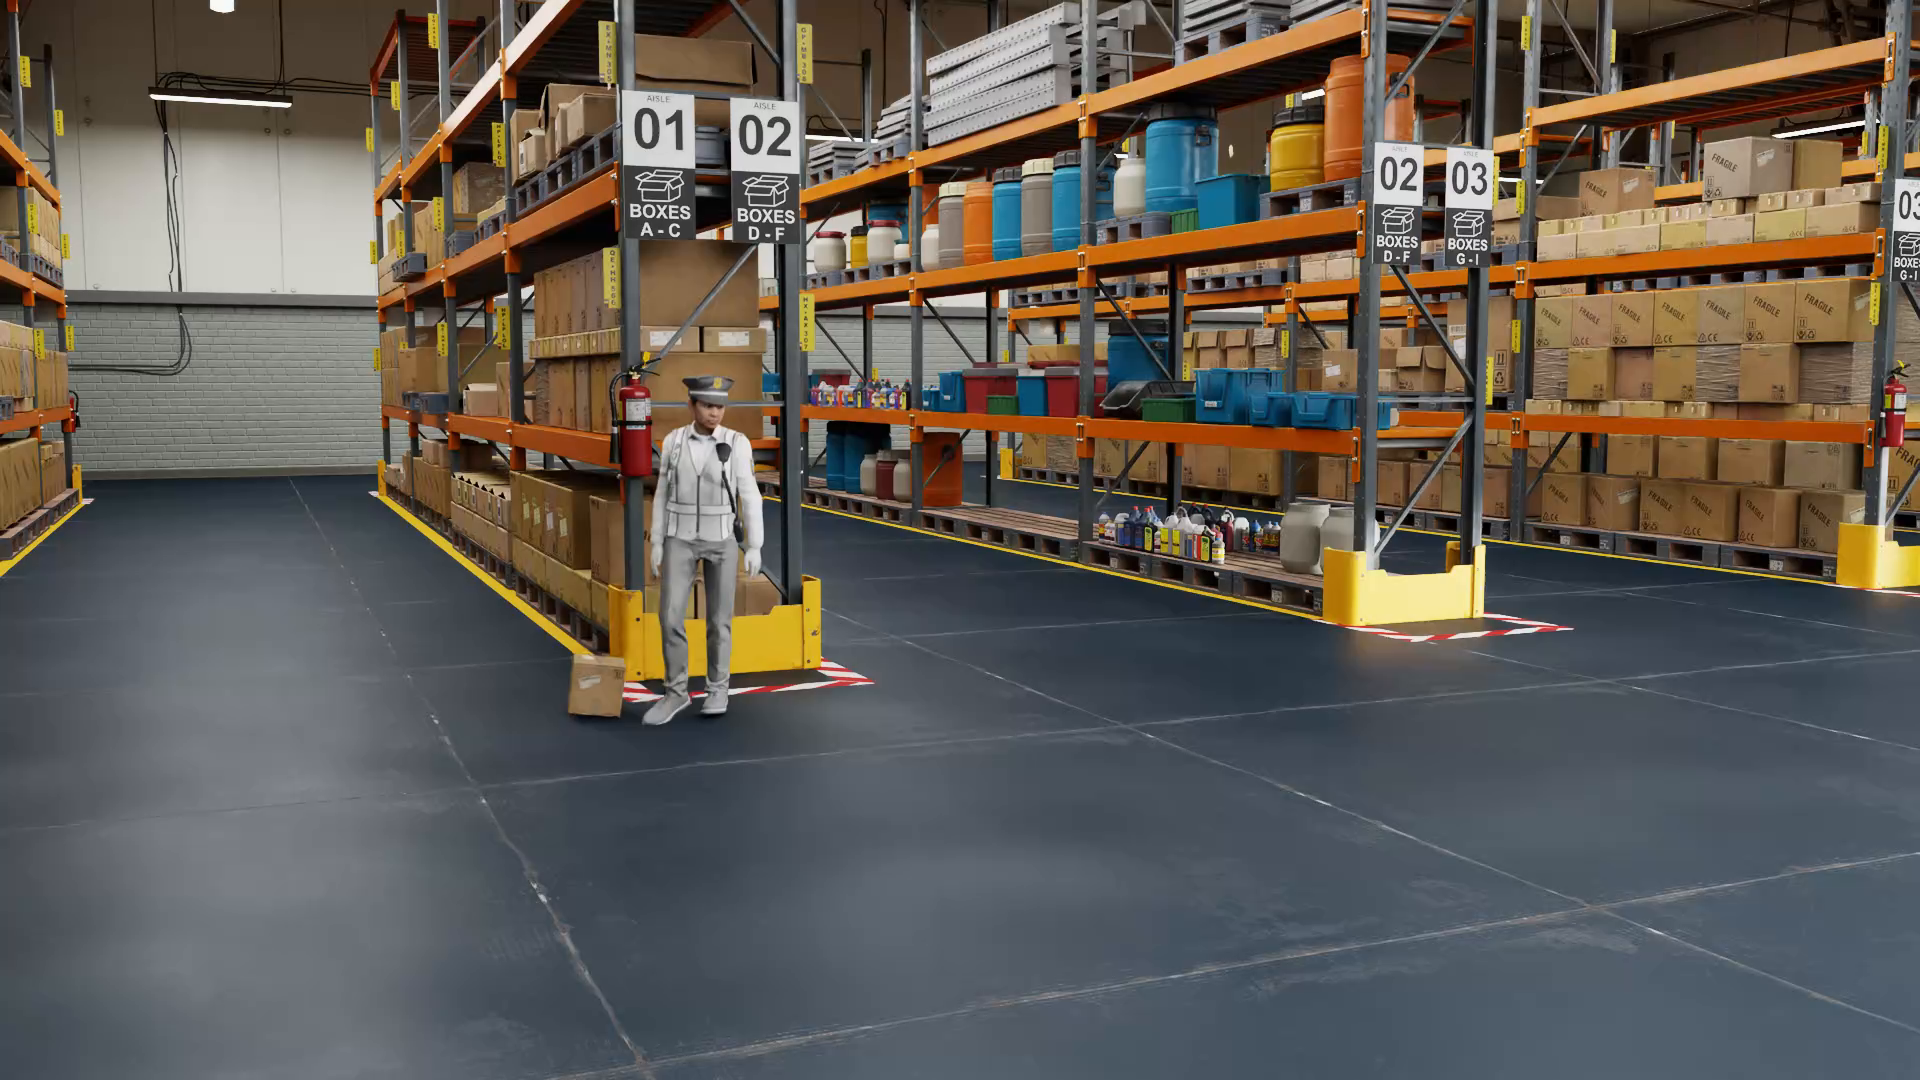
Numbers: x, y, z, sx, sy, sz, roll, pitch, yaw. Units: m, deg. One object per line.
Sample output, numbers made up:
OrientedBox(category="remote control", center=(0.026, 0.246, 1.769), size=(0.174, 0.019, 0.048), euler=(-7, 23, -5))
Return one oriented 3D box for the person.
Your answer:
OrientedBox(category="person", center=(-1.241, 0.051, 8.036), size=(0.589, 1.695, 0.458), euler=(0, 5, -1))
